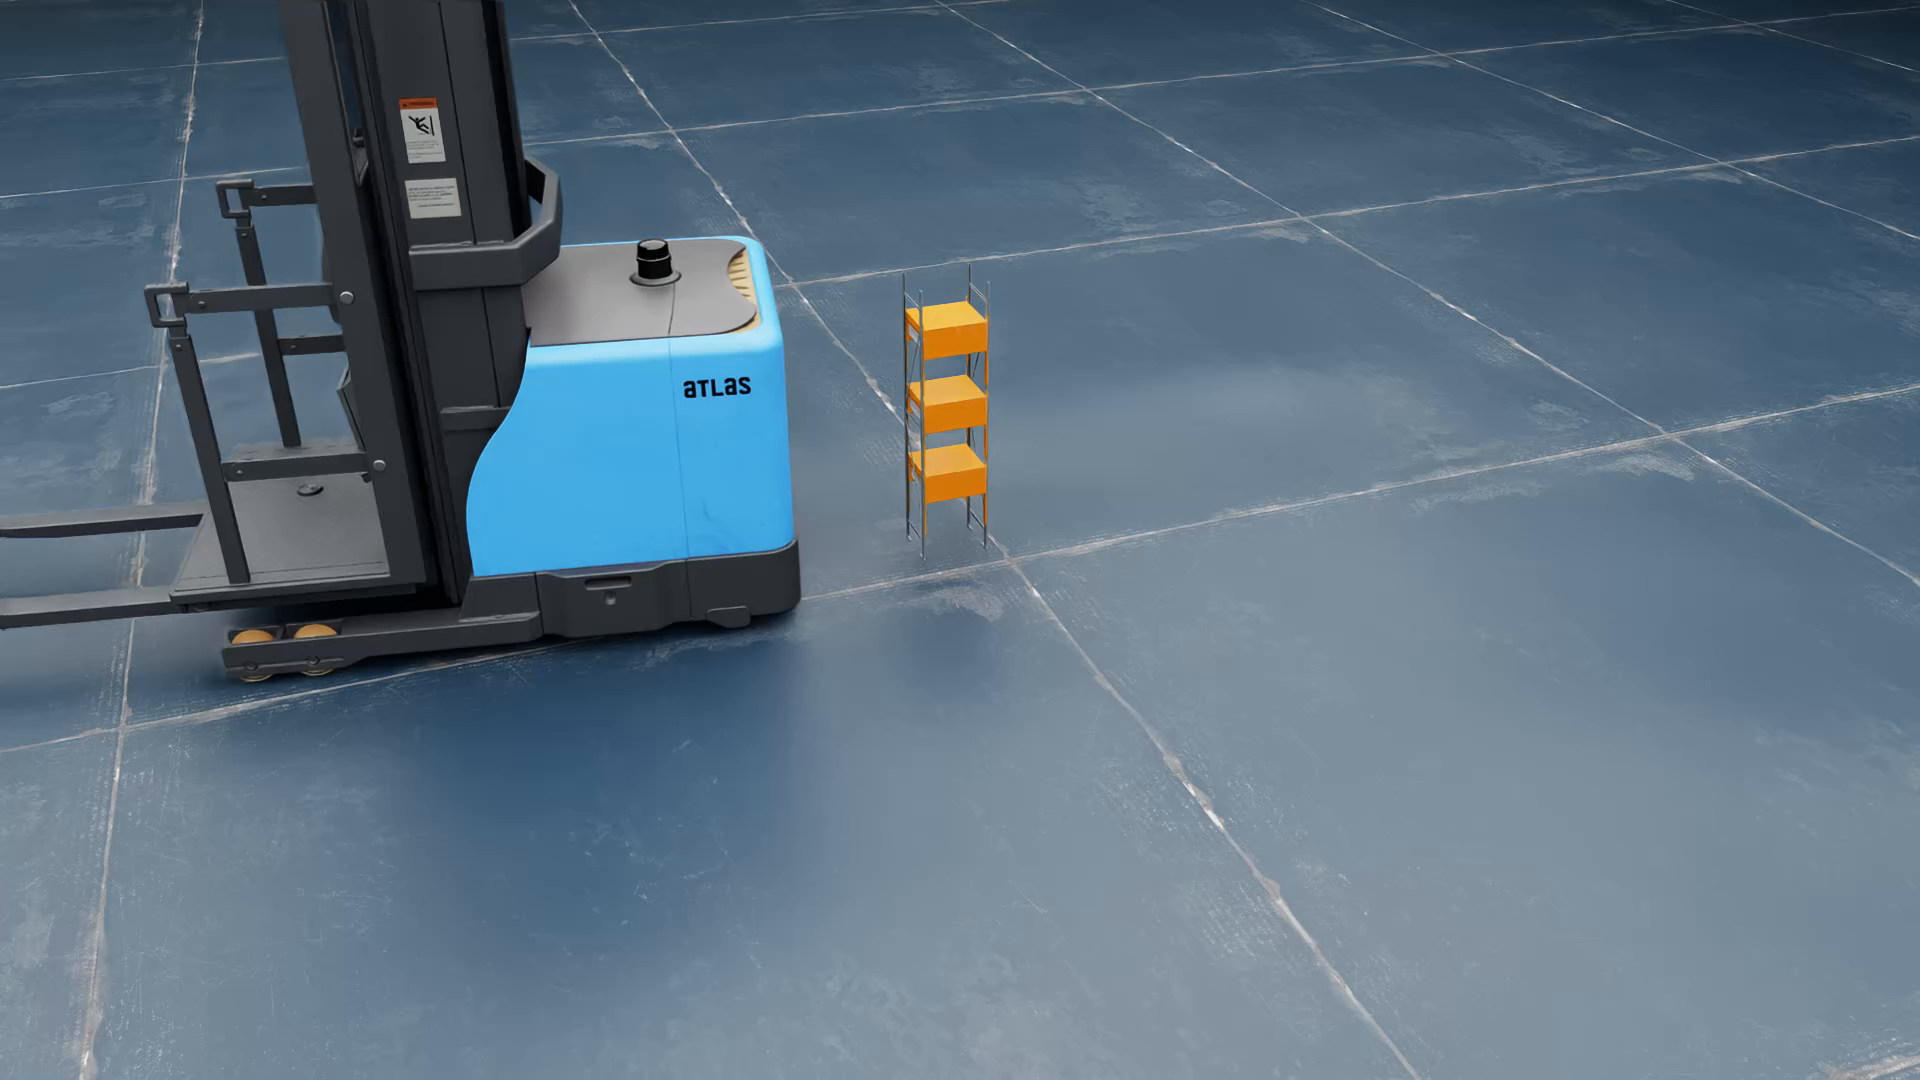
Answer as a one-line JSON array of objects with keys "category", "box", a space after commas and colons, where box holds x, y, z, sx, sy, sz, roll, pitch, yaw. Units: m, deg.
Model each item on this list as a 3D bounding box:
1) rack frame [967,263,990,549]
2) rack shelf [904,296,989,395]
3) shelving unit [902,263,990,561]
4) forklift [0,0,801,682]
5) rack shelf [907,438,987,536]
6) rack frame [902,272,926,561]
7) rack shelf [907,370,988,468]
[{"category": "rack frame", "box": [0.064, -0.468, 6.011, 0.008, 1.050, 0.200, -10, 31, -18]}, {"category": "rack shelf", "box": [-0.050, -0.684, 5.839, 0.240, 0.259, 0.215, -10, 31, -18]}, {"category": "shelving unit", "box": [-0.050, -0.447, 5.974, 0.252, 1.050, 0.215, -10, 31, -18]}, {"category": "forklift", "box": [-2.116, -1.094, 5.209, 3.031, 2.935, 1.130, -5, 30, -9]}, {"category": "rack shelf", "box": [-0.050, -0.196, 6.117, 0.240, 0.259, 0.215, -10, 31, -18]}, {"category": "rack frame", "box": [-0.164, -0.426, 5.937, 0.008, 1.050, 0.200, -10, 31, -18]}, {"category": "rack shelf", "box": [-0.050, -0.438, 5.979, 0.240, 0.259, 0.215, -10, 31, -18]}]
